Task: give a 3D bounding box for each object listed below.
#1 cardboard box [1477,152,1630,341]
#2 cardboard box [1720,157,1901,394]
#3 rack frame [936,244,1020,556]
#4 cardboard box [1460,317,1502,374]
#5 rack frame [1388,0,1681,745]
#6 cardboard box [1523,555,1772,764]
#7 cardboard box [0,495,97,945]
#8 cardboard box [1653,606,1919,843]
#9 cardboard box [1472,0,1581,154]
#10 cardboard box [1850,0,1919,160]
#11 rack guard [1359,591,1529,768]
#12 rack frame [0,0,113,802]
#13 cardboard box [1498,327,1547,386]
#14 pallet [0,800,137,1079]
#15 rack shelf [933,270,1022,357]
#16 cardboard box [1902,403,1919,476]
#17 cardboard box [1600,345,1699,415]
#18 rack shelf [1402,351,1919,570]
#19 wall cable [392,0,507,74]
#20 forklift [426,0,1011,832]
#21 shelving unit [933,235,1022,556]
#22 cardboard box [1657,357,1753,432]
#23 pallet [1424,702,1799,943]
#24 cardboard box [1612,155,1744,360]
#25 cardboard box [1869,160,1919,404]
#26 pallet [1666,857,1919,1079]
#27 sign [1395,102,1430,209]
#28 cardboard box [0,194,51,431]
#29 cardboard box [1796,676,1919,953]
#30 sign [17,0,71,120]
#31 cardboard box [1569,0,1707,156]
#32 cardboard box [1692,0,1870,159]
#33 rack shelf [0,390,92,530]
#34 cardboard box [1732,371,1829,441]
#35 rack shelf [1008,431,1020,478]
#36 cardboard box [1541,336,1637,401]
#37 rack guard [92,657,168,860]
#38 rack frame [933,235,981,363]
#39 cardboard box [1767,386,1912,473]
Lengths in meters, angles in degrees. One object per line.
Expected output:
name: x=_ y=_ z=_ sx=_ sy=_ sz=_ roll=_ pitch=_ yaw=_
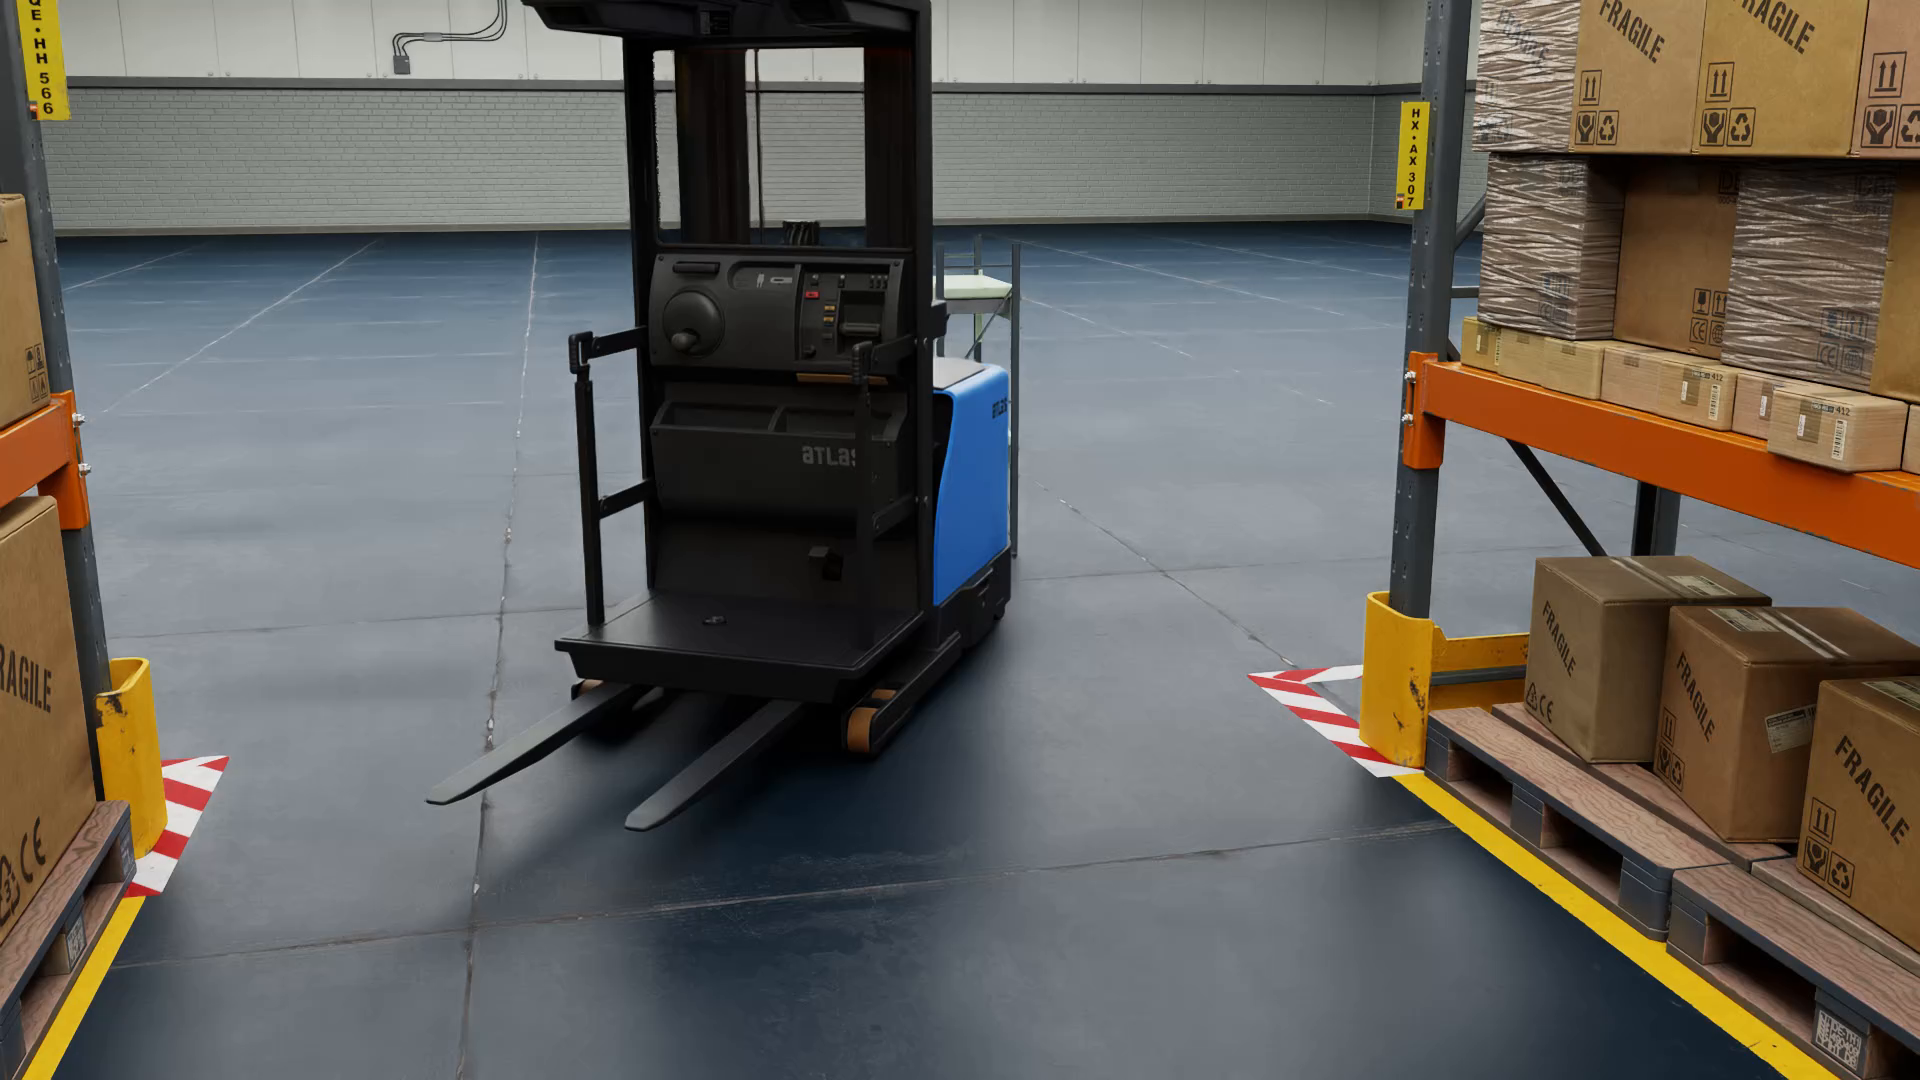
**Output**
cardboard box: x=2.040 y=-0.868 z=4.823 sx=0.875 sy=0.500 sz=0.500 roll=-3 pitch=14 yaw=-13
cardboard box: x=2.349 y=-0.642 z=3.897 sx=0.875 sy=0.500 sz=0.500 roll=-3 pitch=14 yaw=-13
rack frame: x=0.084 y=-0.646 z=7.910 sx=0.400 sy=1.500 sz=0.023 roll=-3 pitch=14 yaw=-13
cardboard box: x=1.773 y=-0.603 z=5.102 sx=0.380 sy=0.149 sz=0.250 roll=-3 pitch=14 yaw=-13
rack frame: x=1.937 y=-0.804 z=5.396 sx=1.000 sy=3.000 sz=0.127 roll=-3 pitch=14 yaw=-13
cardboard box: x=2.068 y=0.352 z=5.049 sx=0.500 sy=0.500 sz=0.500 roll=-1 pitch=14 yaw=-3
cardboard box: x=-2.684 y=0.430 z=3.937 sx=0.875 sy=0.875 sz=0.875 roll=-3 pitch=14 yaw=-13
cardboard box: x=2.241 y=0.488 z=4.493 sx=0.500 sy=0.500 sz=0.500 roll=0 pitch=14 yaw=2
cardboard box: x=1.802 y=-1.340 z=4.649 sx=0.500 sy=0.500 sz=0.500 roll=-3 pitch=14 yaw=-13
cardboard box: x=2.154 y=-0.994 z=3.232 sx=0.500 sy=0.500 sz=0.500 roll=-3 pitch=14 yaw=-13
rack guard: x=1.955 y=0.428 z=5.621 sx=1.175 sy=0.500 sz=0.348 roll=-3 pitch=14 yaw=-13
rack frame: x=-2.908 y=-0.550 z=4.360 sx=1.000 sy=3.000 sz=0.127 roll=-3 pitch=14 yaw=-13
cardboard box: x=1.813 y=-0.544 z=4.862 sx=0.380 sy=0.149 sz=0.250 roll=-3 pitch=14 yaw=-13
pallet: x=-2.644 y=0.984 z=3.954 sx=1.003 sy=0.211 sz=1.213 roll=-3 pitch=14 yaw=-13
rack shelf: x=-0.002 y=-1.109 z=8.163 sx=0.431 sy=0.370 sz=0.720 roll=-3 pitch=14 yaw=-13
cardboard box: x=2.218 y=-0.201 z=3.458 sx=0.380 sy=0.149 sz=0.250 roll=-3 pitch=14 yaw=-13
cardboard box: x=1.936 y=-0.429 z=4.391 sx=0.380 sy=0.149 sz=0.250 roll=-3 pitch=14 yaw=-13
rack shelf: x=2.407 y=0.007 z=3.593 sx=1.077 sy=0.370 sz=4.000 roll=-3 pitch=14 yaw=-13
wall cable: x=-10.453 y=-12.529 z=33.583 sx=2.305 sy=6.003 sz=0.169 roll=-3 pitch=14 yaw=-13
forklift: x=-0.704 y=-0.812 z=5.575 sx=1.130 sy=2.935 sz=3.031 roll=4 pitch=14 yaw=17
shelving unit: x=-0.002 y=-0.730 z=8.255 sx=0.431 sy=1.500 sz=0.755 roll=-3 pitch=14 yaw=-13
cardboard box: x=1.987 y=-0.371 z=4.153 sx=0.380 sy=0.149 sz=0.250 roll=-3 pitch=14 yaw=-13
pallet: x=2.112 y=0.758 z=4.880 sx=1.003 sy=0.211 sz=1.213 roll=-3 pitch=14 yaw=-13
cardboard box: x=2.274 y=-0.760 z=4.378 sx=0.875 sy=0.500 sz=0.500 roll=-3 pitch=14 yaw=-13
cardboard box: x=2.455 y=-0.526 z=3.422 sx=0.875 sy=0.500 sz=0.500 roll=-3 pitch=14 yaw=-13
pallet: x=2.395 y=1.039 z=3.730 sx=1.003 sy=0.211 sz=1.213 roll=-3 pitch=14 yaw=-13
sign: x=1.410 y=-1.194 z=5.169 sx=0.100 sy=0.325 sz=0.005 roll=-3 pitch=14 yaw=-13
cardboard box: x=-2.776 y=-0.540 z=4.002 sx=0.875 sy=0.550 sz=0.550 roll=-3 pitch=14 yaw=-13
cardboard box: x=2.370 y=0.633 z=3.897 sx=0.500 sy=0.500 sz=0.500 roll=-2 pitch=14 yaw=-8
sign: x=-2.377 y=-1.255 z=4.305 sx=0.100 sy=0.325 sz=0.005 roll=-3 pitch=14 yaw=-13
cardboard box: x=1.912 y=-1.225 z=4.175 sx=0.500 sy=0.500 sz=0.500 roll=-3 pitch=14 yaw=-13
cardboard box: x=2.031 y=-1.109 z=3.703 sx=0.500 sy=0.500 sz=0.500 roll=-3 pitch=14 yaw=-13
rack shelf: x=-2.438 y=0.260 z=2.557 sx=1.077 sy=0.370 sz=4.000 roll=-3 pitch=14 yaw=-13
cardboard box: x=2.073 y=-0.315 z=3.924 sx=0.380 sy=0.149 sz=0.250 roll=-3 pitch=14 yaw=-13
rack shelf: x=-0.002 y=-0.413 z=8.333 sx=0.431 sy=0.370 sz=0.720 roll=-3 pitch=14 yaw=-13
cardboard box: x=1.857 y=-0.485 z=4.622 sx=0.380 sy=0.149 sz=0.250 roll=-3 pitch=14 yaw=-13
rack guard: x=-2.913 y=0.658 z=4.679 sx=1.175 sy=0.500 sz=0.348 roll=-3 pitch=14 yaw=-13
rack frame: x=-0.088 y=-0.815 z=8.601 sx=0.400 sy=1.500 sz=0.023 roll=-3 pitch=14 yaw=-13
cardboard box: x=2.031 y=-0.251 z=3.664 sx=0.380 sy=0.149 sz=0.250 roll=-3 pitch=14 yaw=-13
